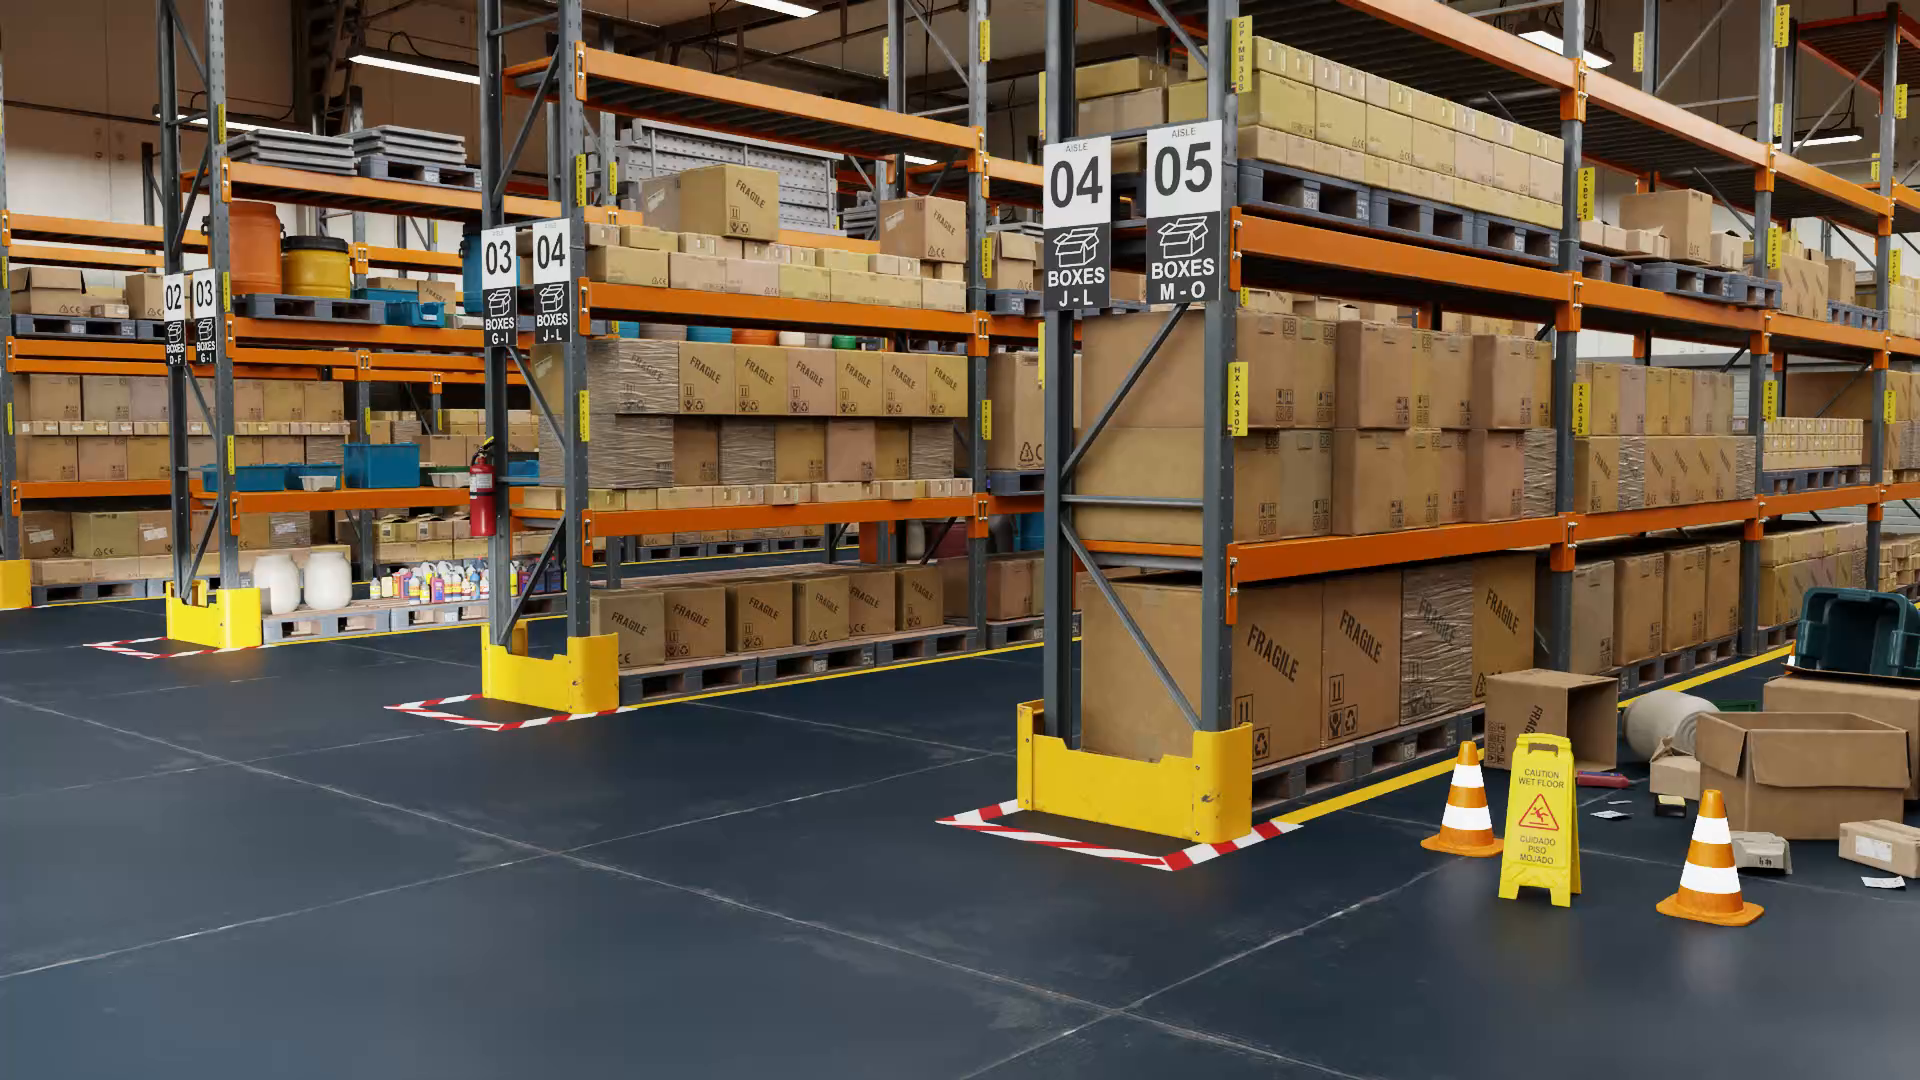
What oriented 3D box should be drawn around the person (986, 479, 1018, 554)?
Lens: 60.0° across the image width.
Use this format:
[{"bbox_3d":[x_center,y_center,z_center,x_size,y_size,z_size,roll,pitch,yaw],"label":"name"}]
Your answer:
[{"bbox_3d":[0.396,-0.183,17.843,0.500,1.584,0.351,3,5,38],"label":"person"}]
